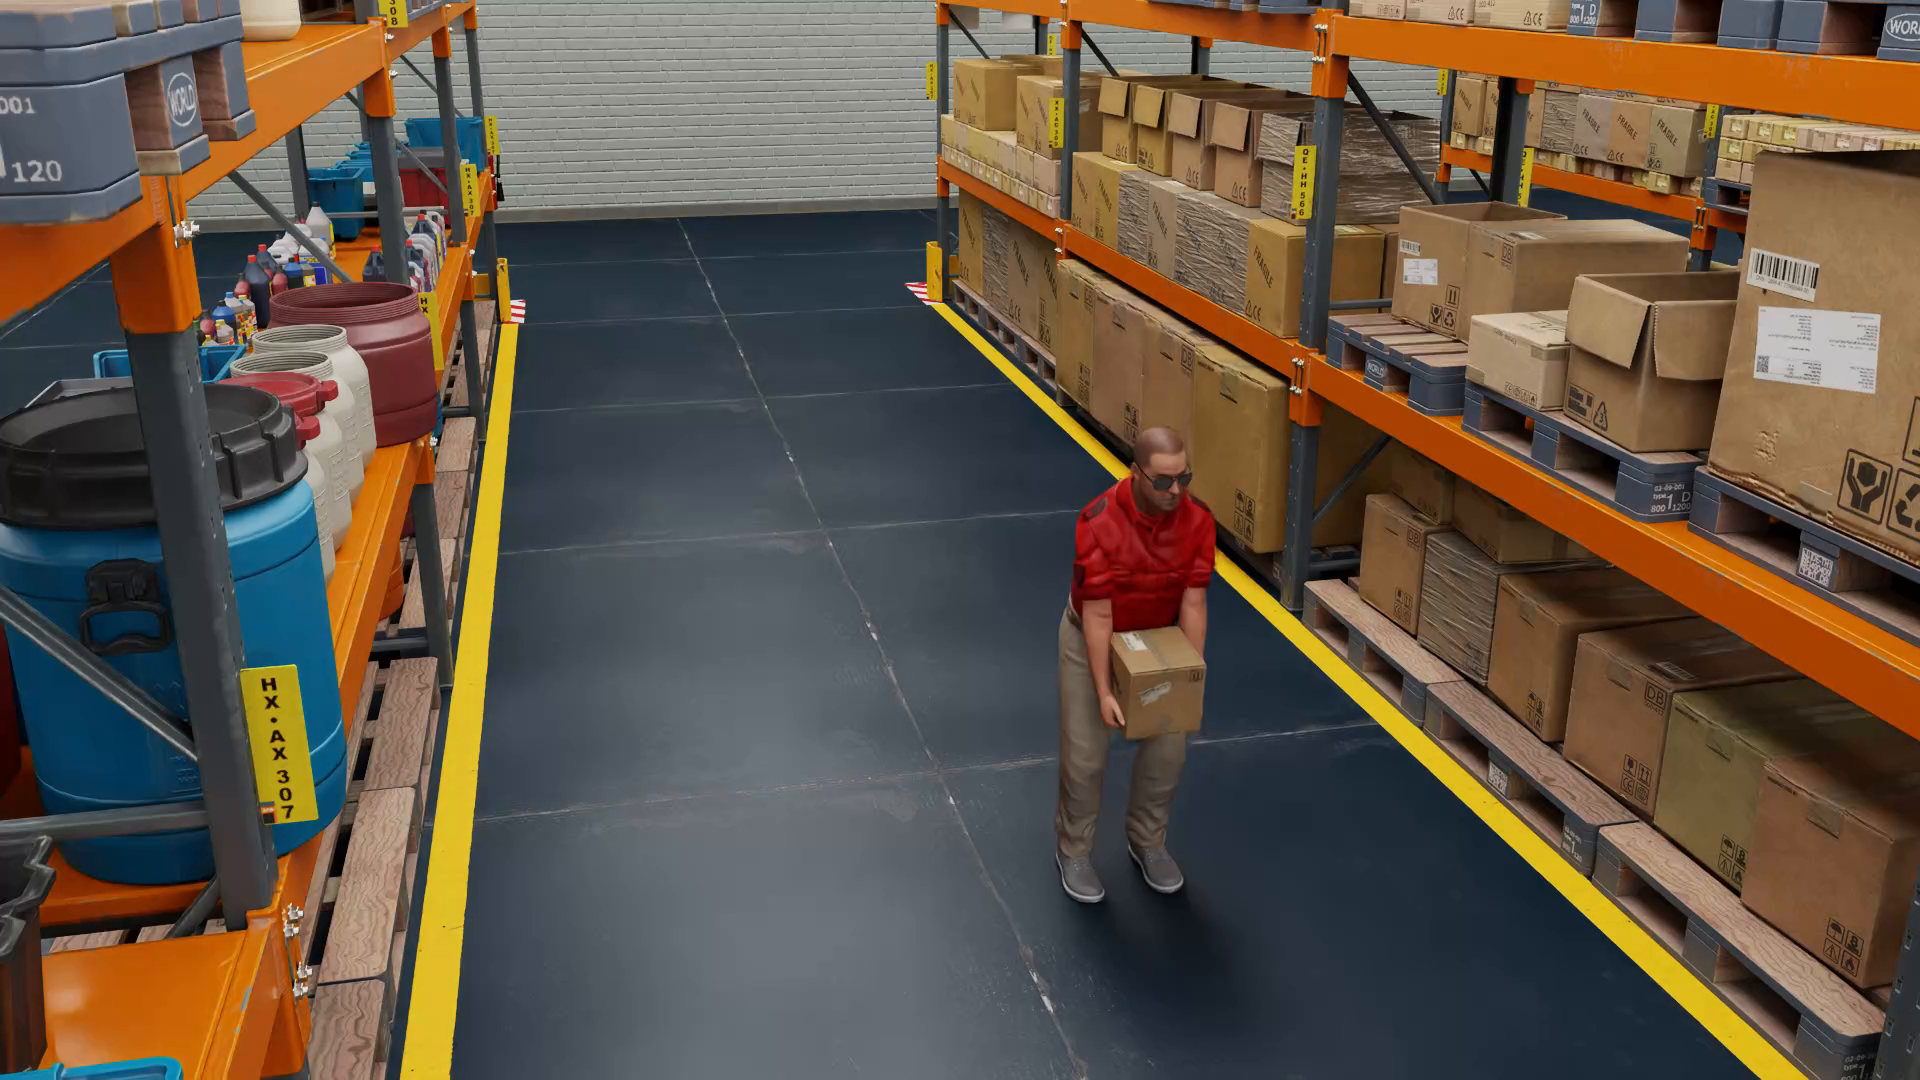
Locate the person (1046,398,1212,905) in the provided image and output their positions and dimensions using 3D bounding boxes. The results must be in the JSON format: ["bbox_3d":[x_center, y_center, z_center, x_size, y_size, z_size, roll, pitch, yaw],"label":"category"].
[{"bbox_3d":[0.569,0.354,5.589,0.605,1.726,0.394,-6,20,-16],"label":"person"}]
